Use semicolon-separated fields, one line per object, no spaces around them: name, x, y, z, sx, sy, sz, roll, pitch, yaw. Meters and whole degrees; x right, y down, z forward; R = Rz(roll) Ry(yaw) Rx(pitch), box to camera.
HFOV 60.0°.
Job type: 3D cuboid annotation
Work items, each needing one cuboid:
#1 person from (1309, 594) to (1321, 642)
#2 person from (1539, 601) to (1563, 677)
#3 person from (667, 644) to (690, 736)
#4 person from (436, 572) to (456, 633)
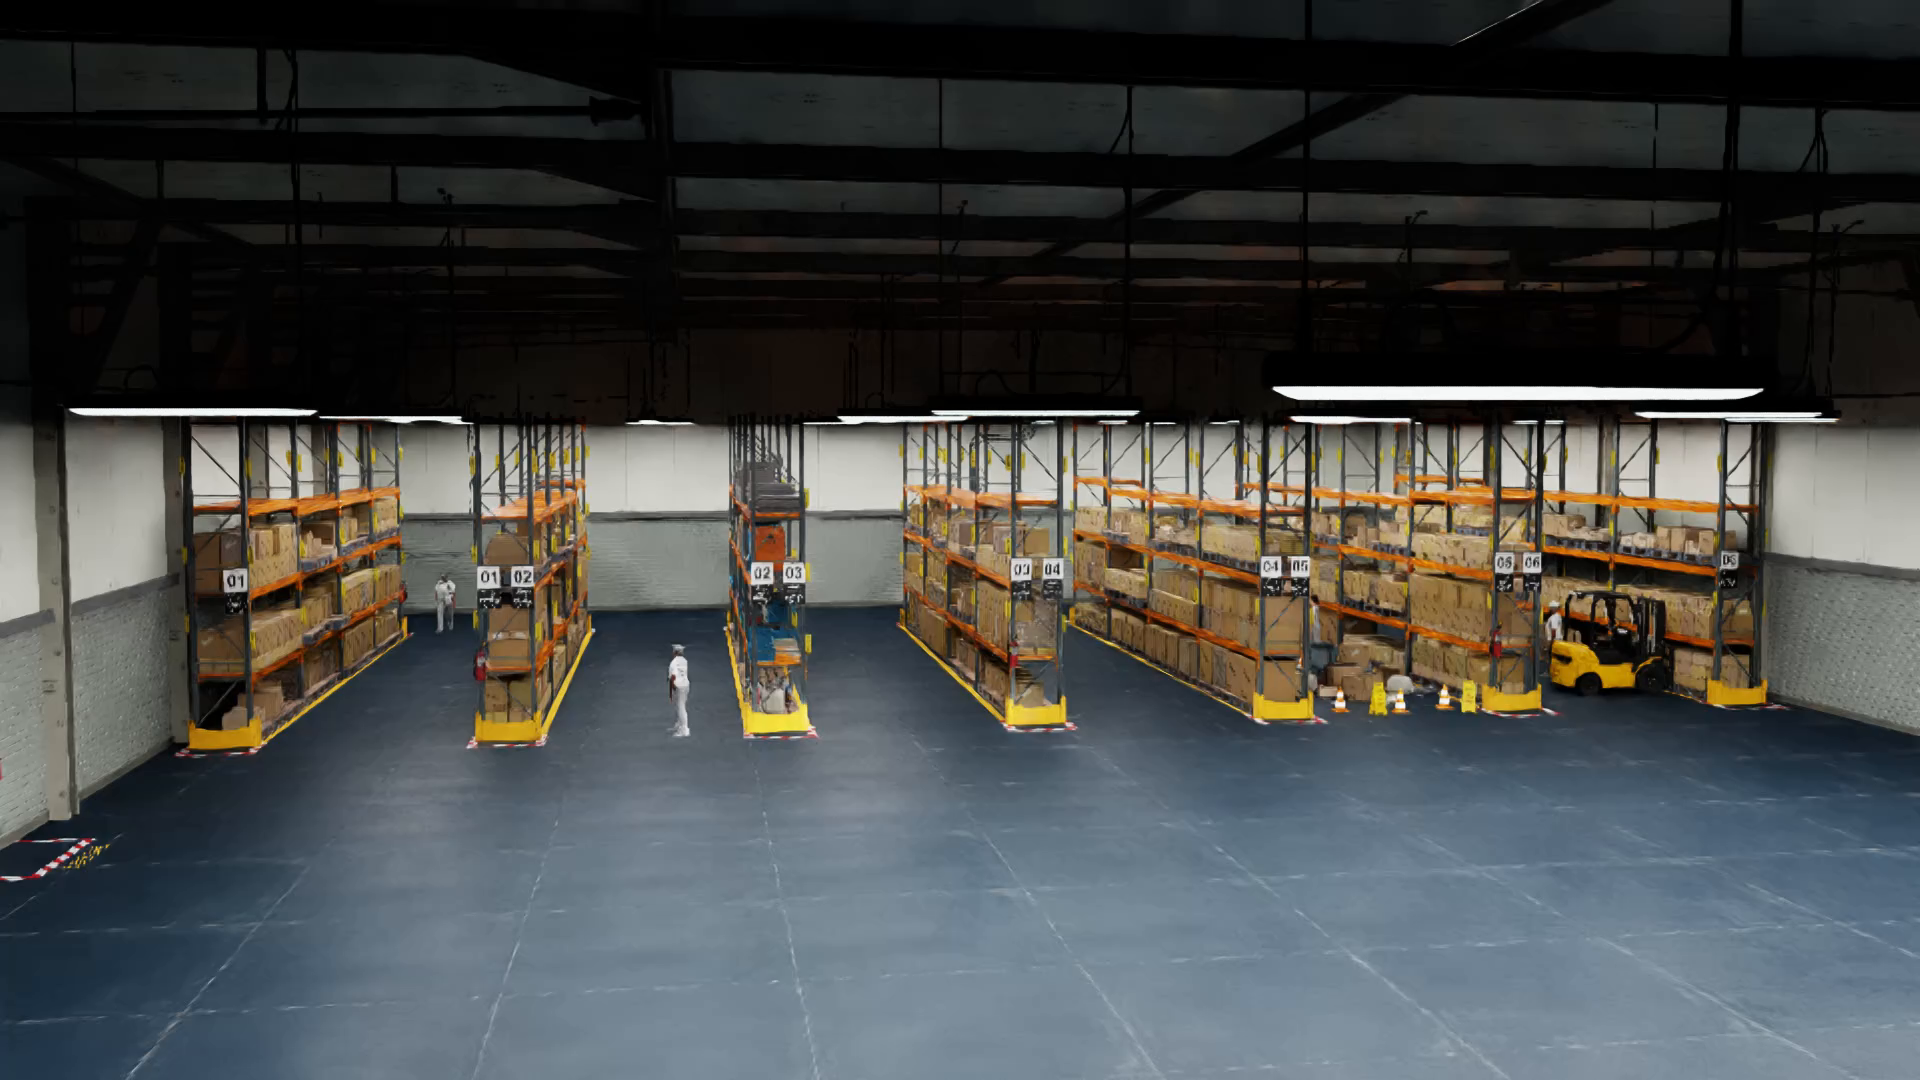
person;8.563;2.128;40.372;0.580;1.666;0.575;1;4;15
person;13.440;2.261;37.742;0.574;1.764;0.669;1;4;19
person;-5.253;2.773;30.940;0.551;1.665;0.573;1;4;19
person;-14.344;1.715;46.388;0.540;1.676;1.120;-1;4;-11
